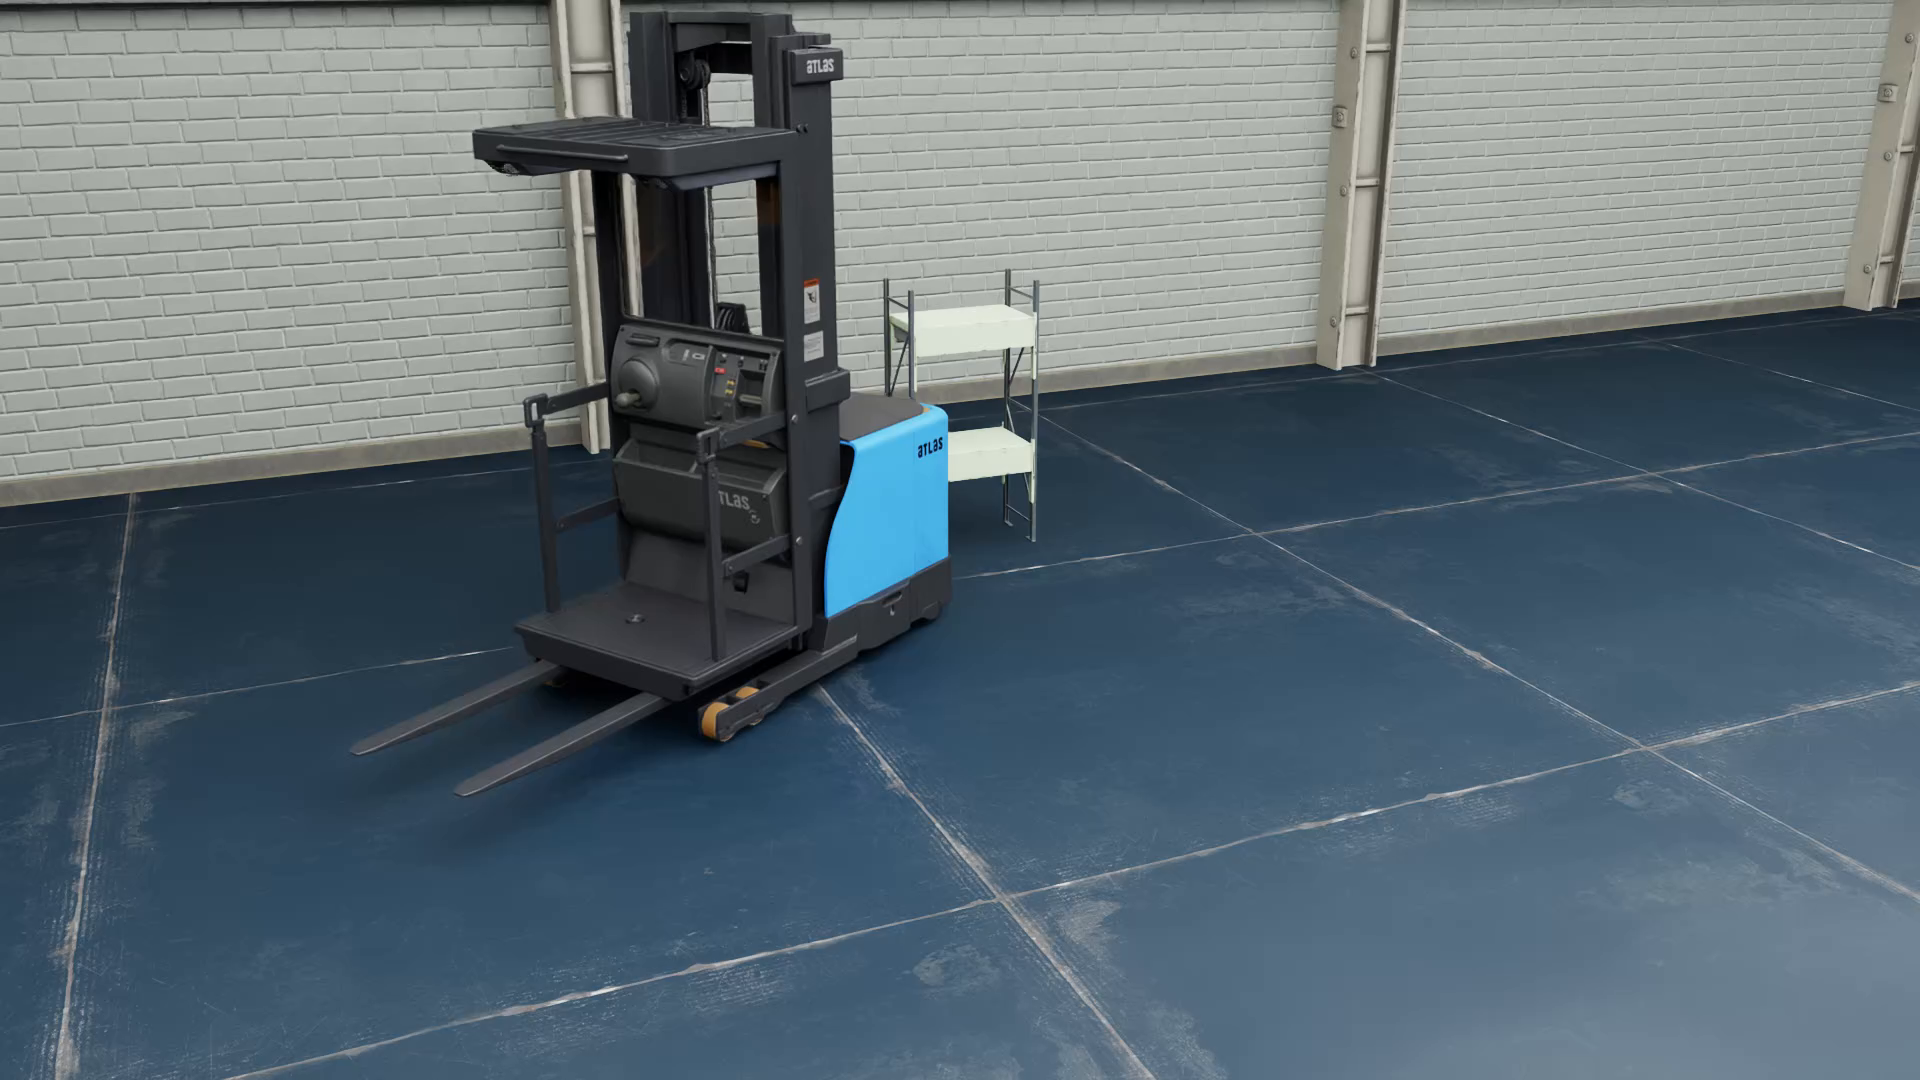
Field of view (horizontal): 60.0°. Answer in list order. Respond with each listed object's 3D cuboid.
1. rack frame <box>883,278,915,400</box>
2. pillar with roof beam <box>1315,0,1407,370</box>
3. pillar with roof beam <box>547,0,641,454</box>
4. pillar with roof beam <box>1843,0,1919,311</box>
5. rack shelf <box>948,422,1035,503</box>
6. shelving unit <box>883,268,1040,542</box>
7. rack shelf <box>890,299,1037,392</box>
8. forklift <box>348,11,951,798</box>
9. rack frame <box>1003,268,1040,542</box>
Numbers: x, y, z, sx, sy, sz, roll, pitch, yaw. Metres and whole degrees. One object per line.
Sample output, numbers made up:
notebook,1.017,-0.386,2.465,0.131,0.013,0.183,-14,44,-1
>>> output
rack frame,-0.330,-0.660,9.139,0.023,1.500,0.400,-8,21,-22
pillar with roof beam,4.856,-4.372,8.390,0.400,9.000,9.100,-8,21,-22
pillar with roof beam,-0.653,-3.583,6.149,0.400,9.000,9.100,-8,21,-22
pillar with roof beam,10.365,-5.162,10.632,0.400,9.000,9.100,-8,21,-22
rack shelf,0.006,-0.401,9.384,0.720,0.370,0.431,-8,21,-22
shelving unit,0.006,-0.708,9.275,0.755,1.500,0.431,-8,21,-22
rack shelf,0.006,-1.076,9.146,0.720,0.370,0.431,-8,21,-22
forklift,-1.279,-0.702,7.104,1.130,2.935,3.031,12,23,32
rack frame,0.342,-0.756,9.412,0.023,1.500,0.400,-8,21,-22
